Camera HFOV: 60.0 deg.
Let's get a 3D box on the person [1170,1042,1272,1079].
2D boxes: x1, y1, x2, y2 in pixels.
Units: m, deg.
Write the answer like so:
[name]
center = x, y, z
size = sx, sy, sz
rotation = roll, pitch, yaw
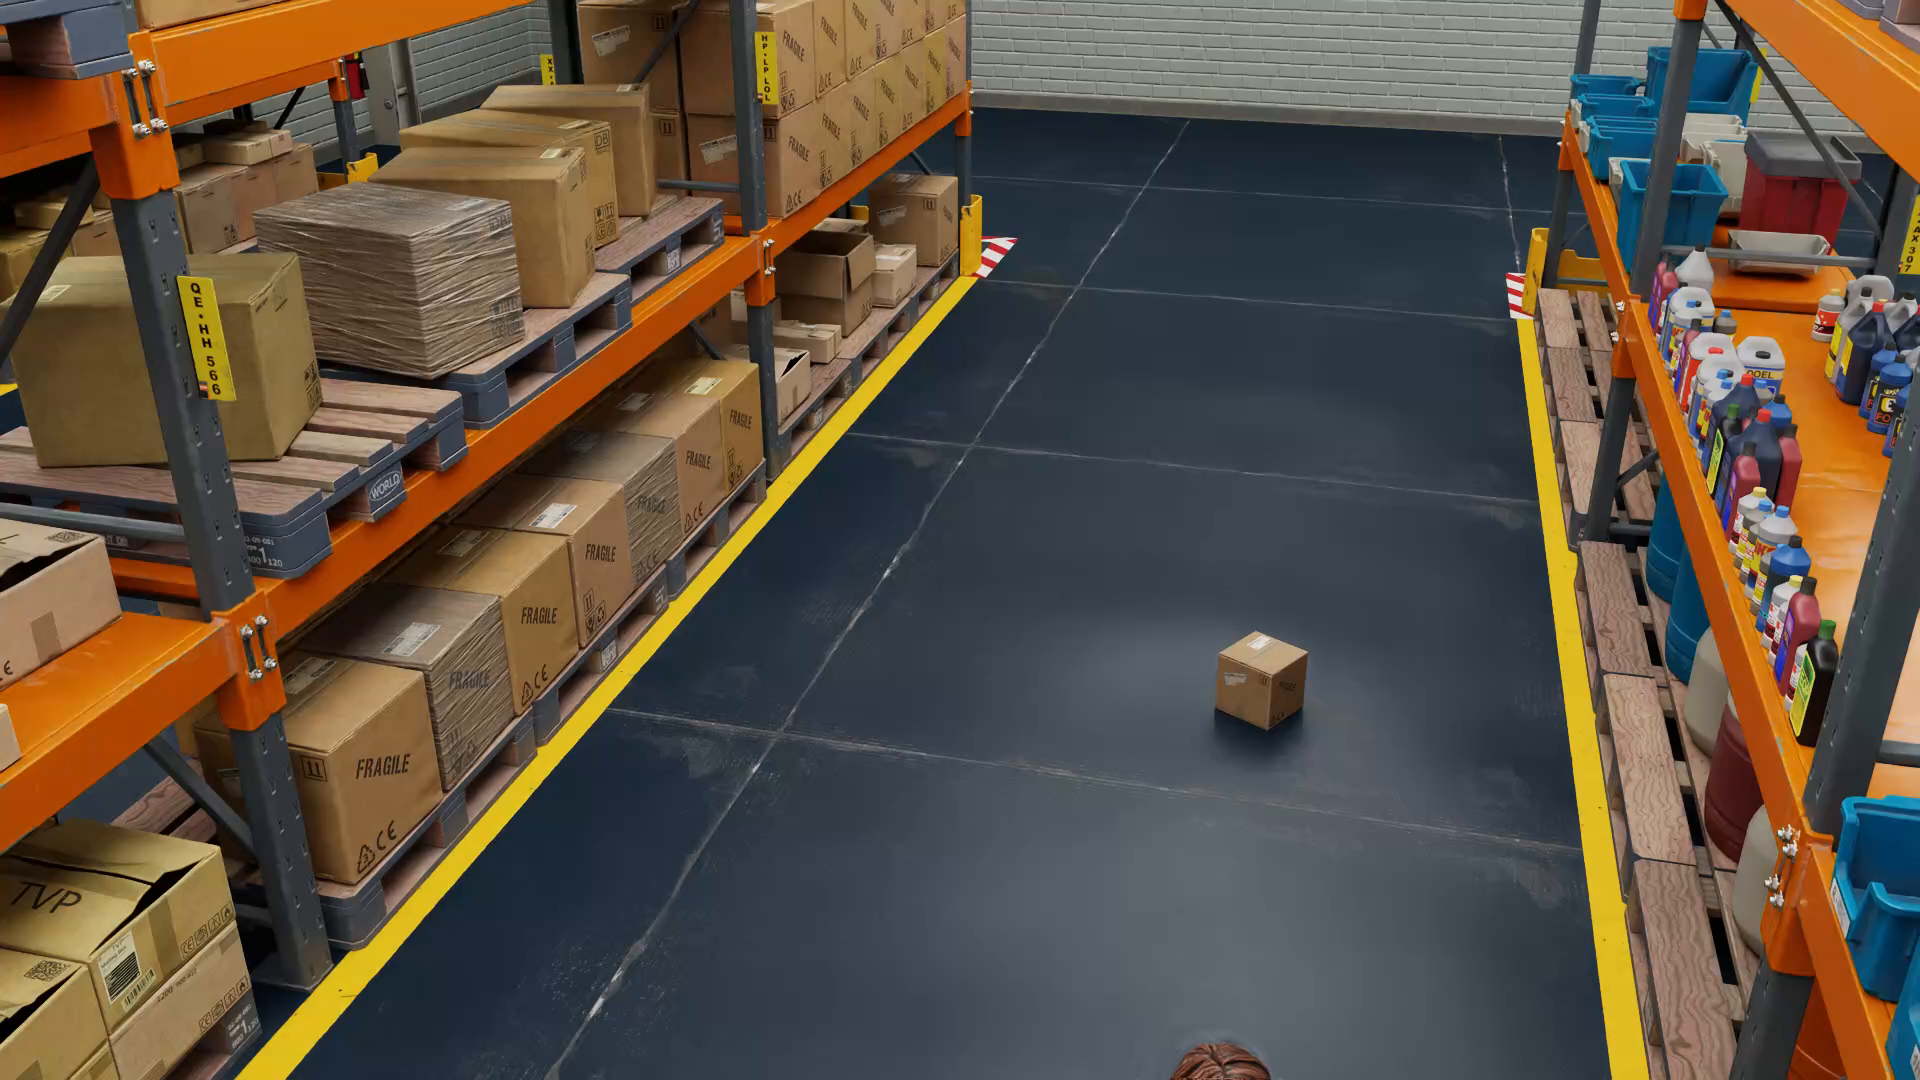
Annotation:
[person]
center = 0.415, 1.543, 2.901
size = 0.406, 1.540, 0.944
rotation = 2, 26, 4
